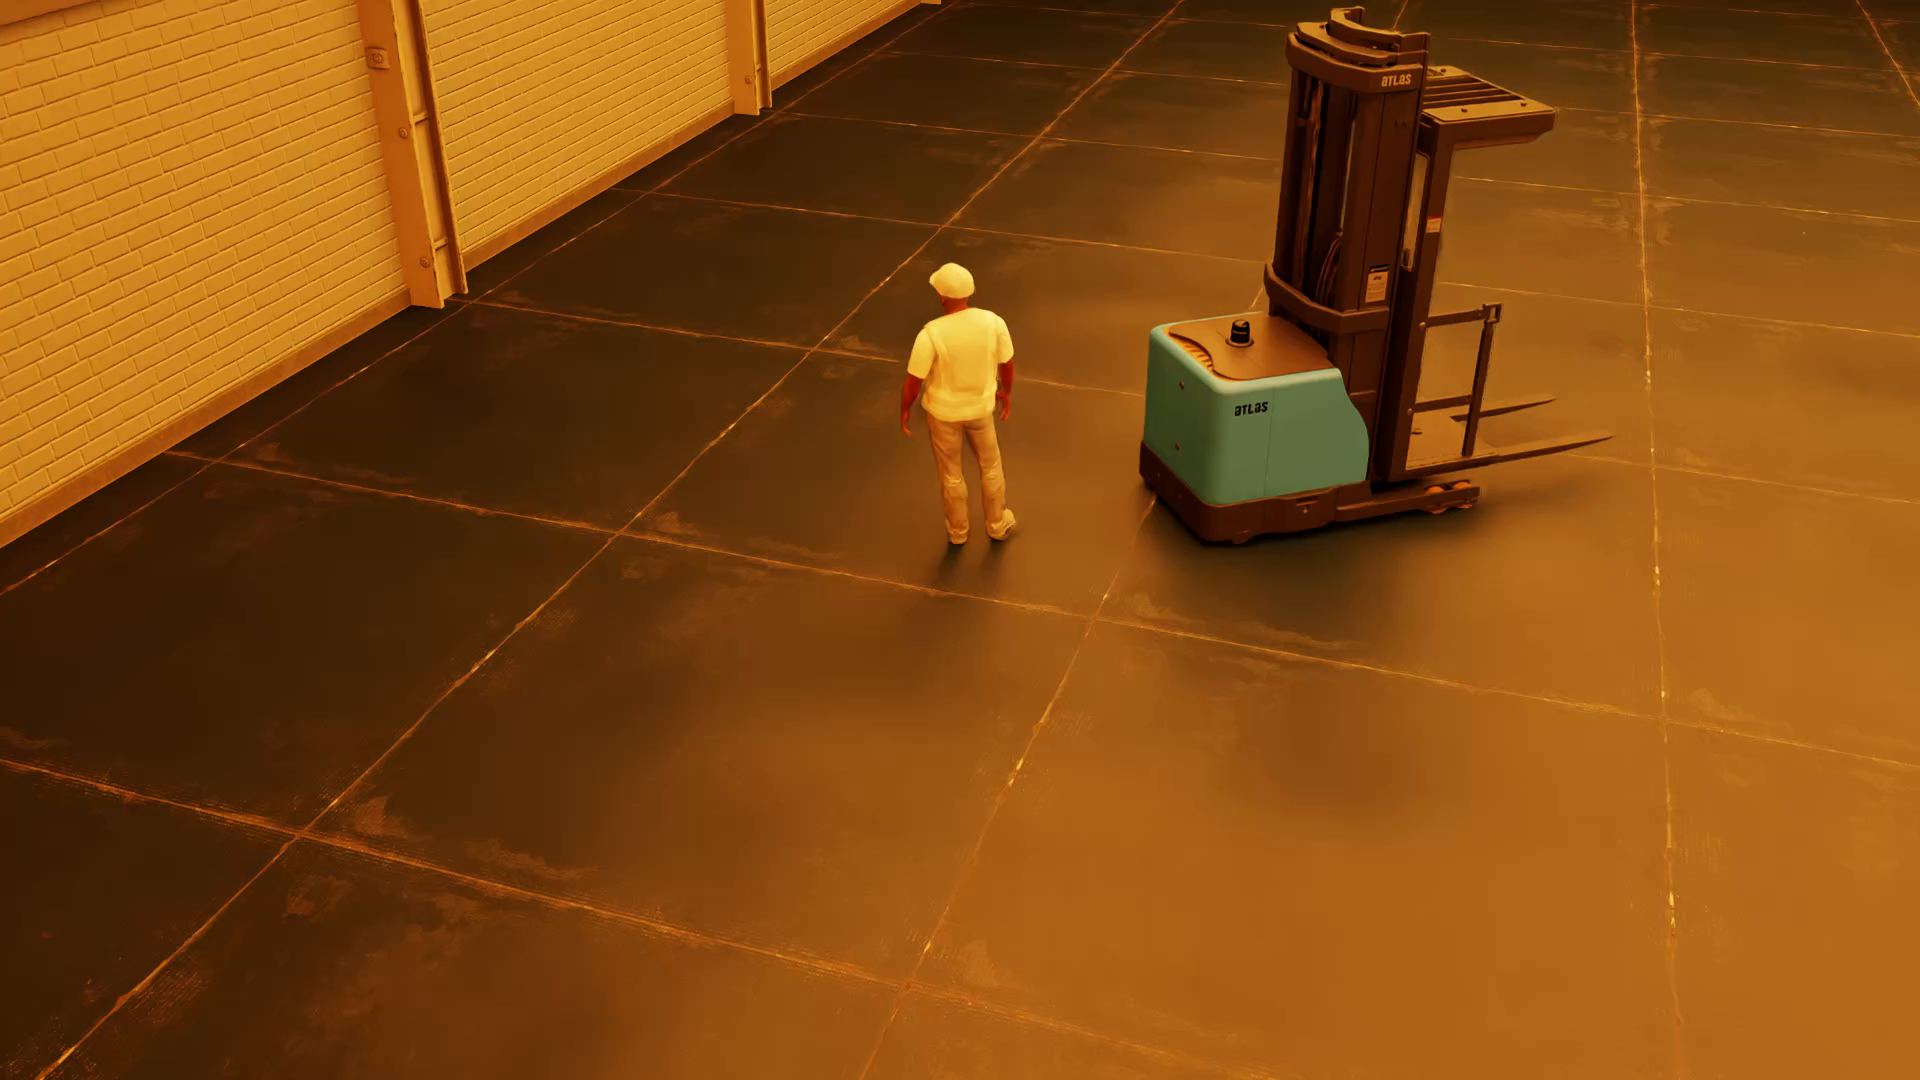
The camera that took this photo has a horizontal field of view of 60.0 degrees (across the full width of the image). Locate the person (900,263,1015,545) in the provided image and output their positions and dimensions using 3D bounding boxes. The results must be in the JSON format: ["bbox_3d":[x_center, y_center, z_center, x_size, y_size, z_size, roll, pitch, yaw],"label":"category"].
[{"bbox_3d":[0.015,-0.784,9.689,0.749,1.769,0.425,-10,31,-18],"label":"person"}]

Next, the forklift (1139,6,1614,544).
[{"bbox_3d":[2.728,-1.675,10.075,3.031,2.935,1.130,-10,31,-16],"label":"forklift"}]
